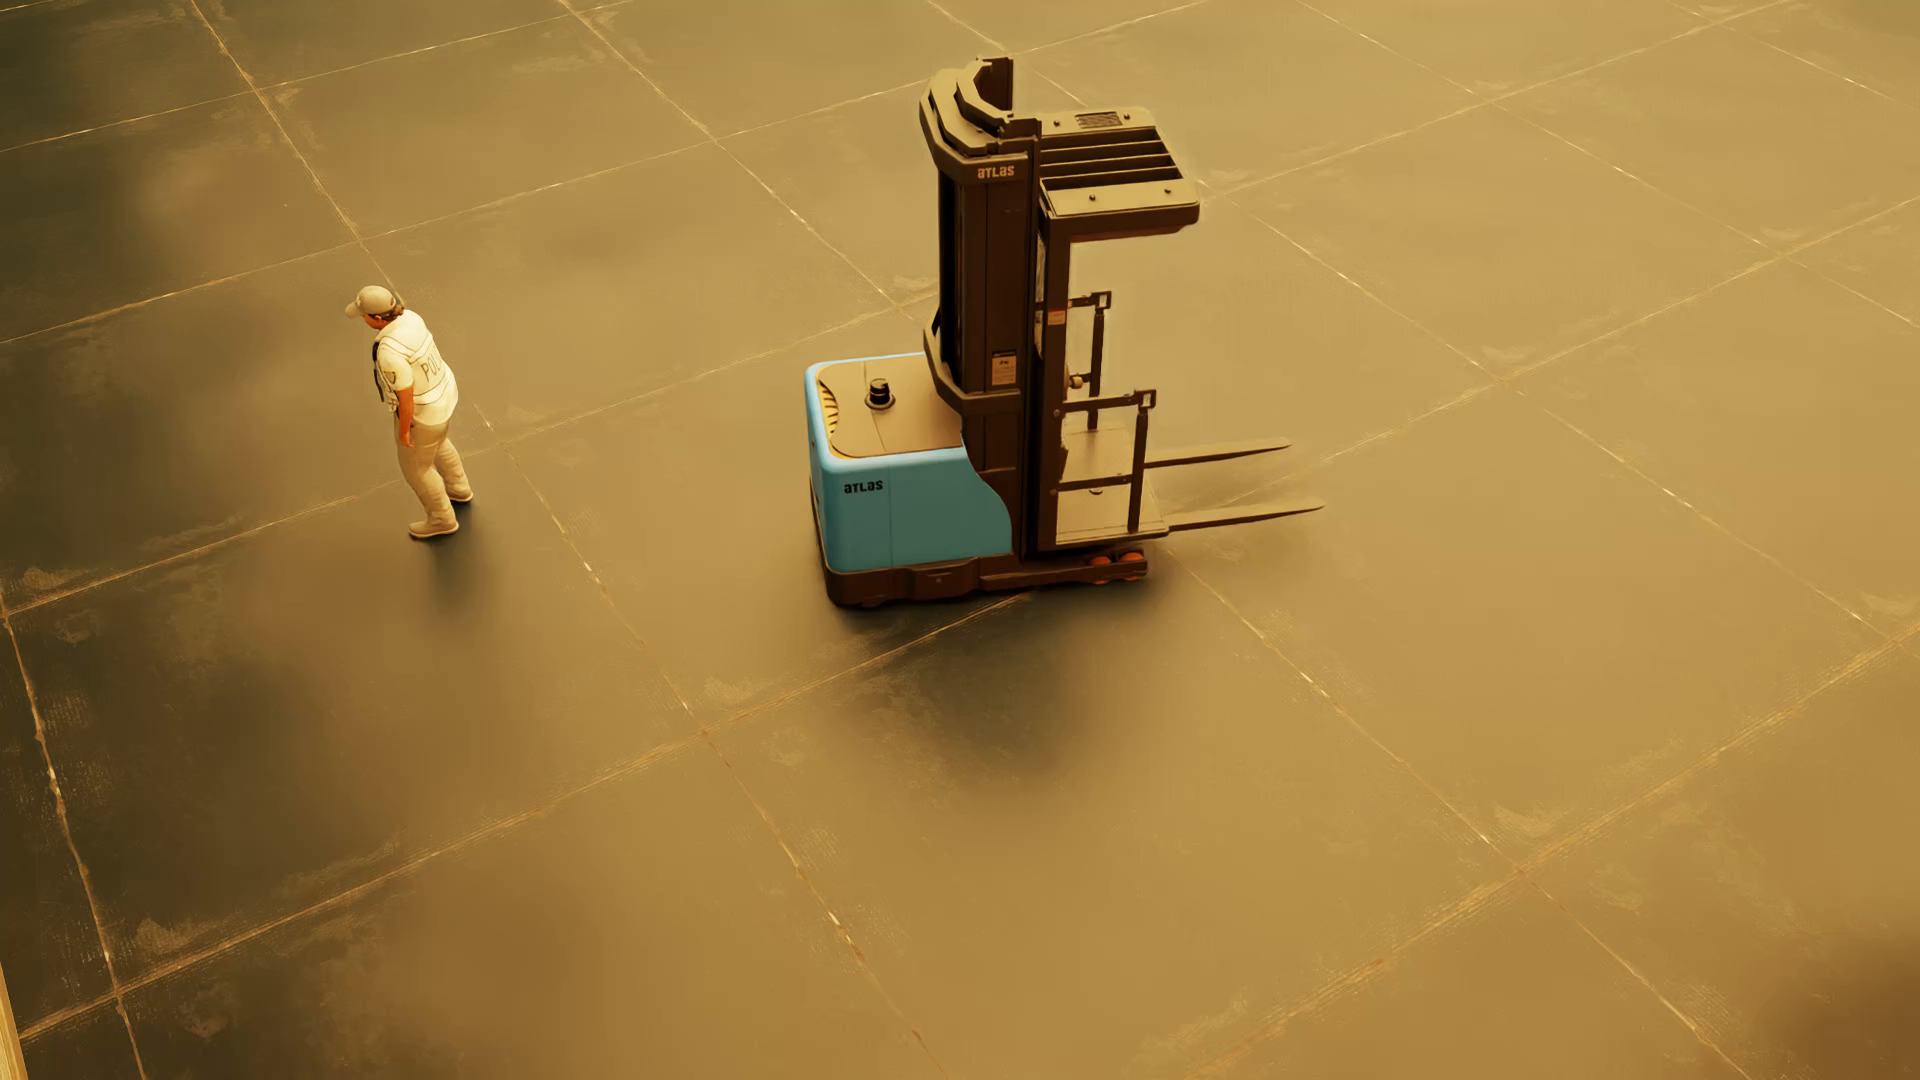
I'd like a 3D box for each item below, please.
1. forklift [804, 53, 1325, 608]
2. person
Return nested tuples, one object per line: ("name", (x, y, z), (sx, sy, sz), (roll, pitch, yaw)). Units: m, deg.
("forklift", (0.650, -1.181, 9.222), (3.031, 2.935, 1.130), (-7, 42, -8))
("person", (-3.184, -0.776, 9.725), (0.467, 1.666, 0.538), (3, 41, 3))
